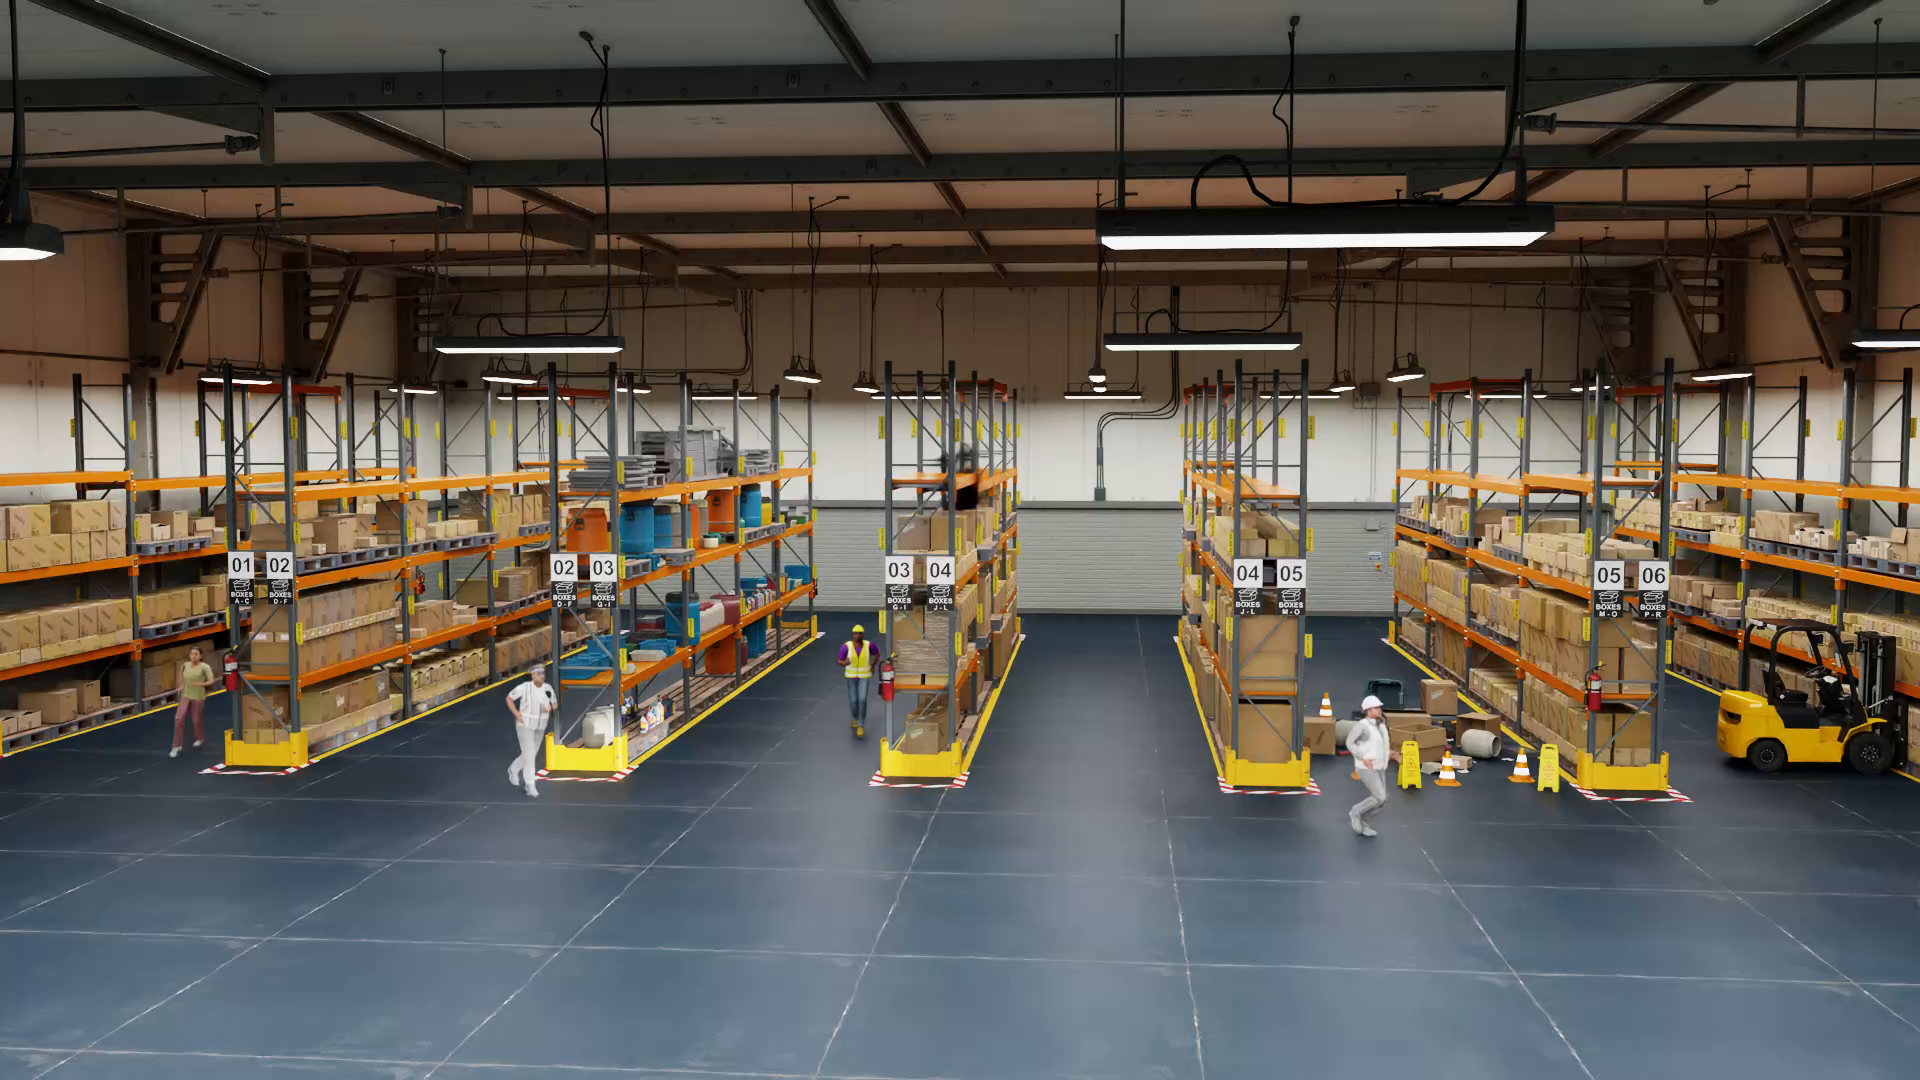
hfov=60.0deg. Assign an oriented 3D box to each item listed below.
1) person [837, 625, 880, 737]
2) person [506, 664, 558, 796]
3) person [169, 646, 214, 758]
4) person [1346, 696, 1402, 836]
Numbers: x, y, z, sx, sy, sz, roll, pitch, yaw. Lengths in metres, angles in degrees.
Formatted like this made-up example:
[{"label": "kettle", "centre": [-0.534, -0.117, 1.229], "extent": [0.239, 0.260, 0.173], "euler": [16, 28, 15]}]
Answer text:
[{"label": "person", "centre": [-1.687, 2.298, 27.470], "extent": [0.691, 1.805, 0.785], "euler": [0, 4, 1]}, {"label": "person", "centre": [-5.955, 2.612, 23.232], "extent": [0.682, 1.801, 0.927], "euler": [-4, 5, -44]}, {"label": "person", "centre": [-11.878, 2.481, 25.850], "extent": [0.599, 1.694, 0.826], "euler": [0, 4, -5]}, {"label": "person", "centre": [5.104, 2.786, 20.438], "extent": [0.637, 1.728, 0.567], "euler": [-3, 5, -43]}]
